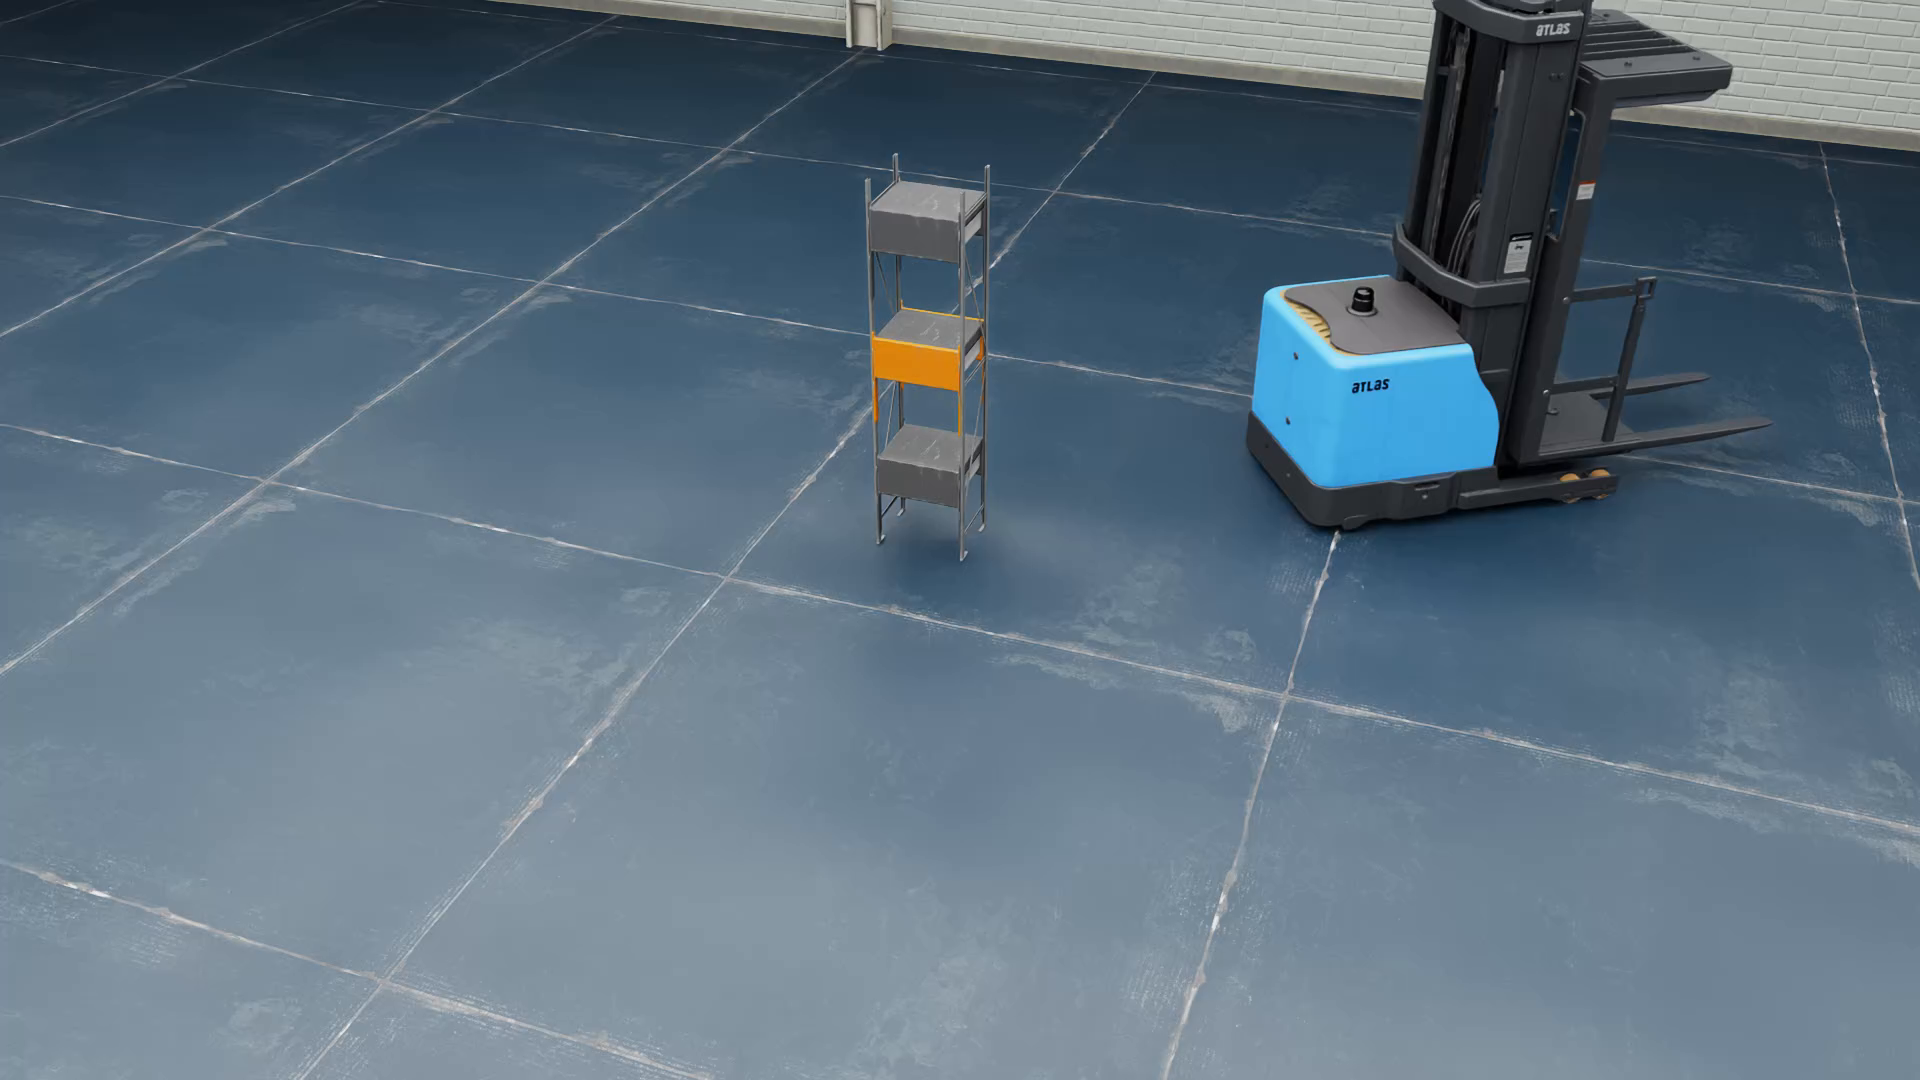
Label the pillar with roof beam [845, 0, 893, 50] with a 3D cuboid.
[{"bbox_3d":[-2.381,-6.684,11.275,0.400,9.000,9.100,11,34,16],"label":"pillar with roof beam"}]

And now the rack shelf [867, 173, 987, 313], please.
[{"bbox_3d":[-0.156,-1.489,8.323,0.480,0.518,0.431,11,34,16],"label":"rack shelf"}]

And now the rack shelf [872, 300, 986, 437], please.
[{"bbox_3d":[-0.156,-0.901,8.703,0.480,0.518,0.431,11,34,16],"label":"rack shelf"}]

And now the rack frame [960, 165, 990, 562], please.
[{"bbox_3d":[0.074,-0.868,8.626,0.015,2.100,0.400,11,34,16],"label":"rack frame"}]

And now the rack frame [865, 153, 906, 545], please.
[{"bbox_3d":[-0.386,-0.957,8.765,0.015,2.100,0.400,11,34,16],"label":"rack frame"}]

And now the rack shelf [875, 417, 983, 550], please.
[{"bbox_3d":[-0.156,-0.313,9.083,0.480,0.518,0.431,11,34,16],"label":"rack shelf"}]

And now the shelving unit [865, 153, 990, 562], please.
[{"bbox_3d":[-0.156,-0.912,8.695,0.503,2.100,0.431,11,34,16],"label":"shelving unit"}]

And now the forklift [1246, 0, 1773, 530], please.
[{"bbox_3d":[3.288,-1.713,9.168,3.031,2.935,1.130,-8,34,-12],"label":"forklift"}]
